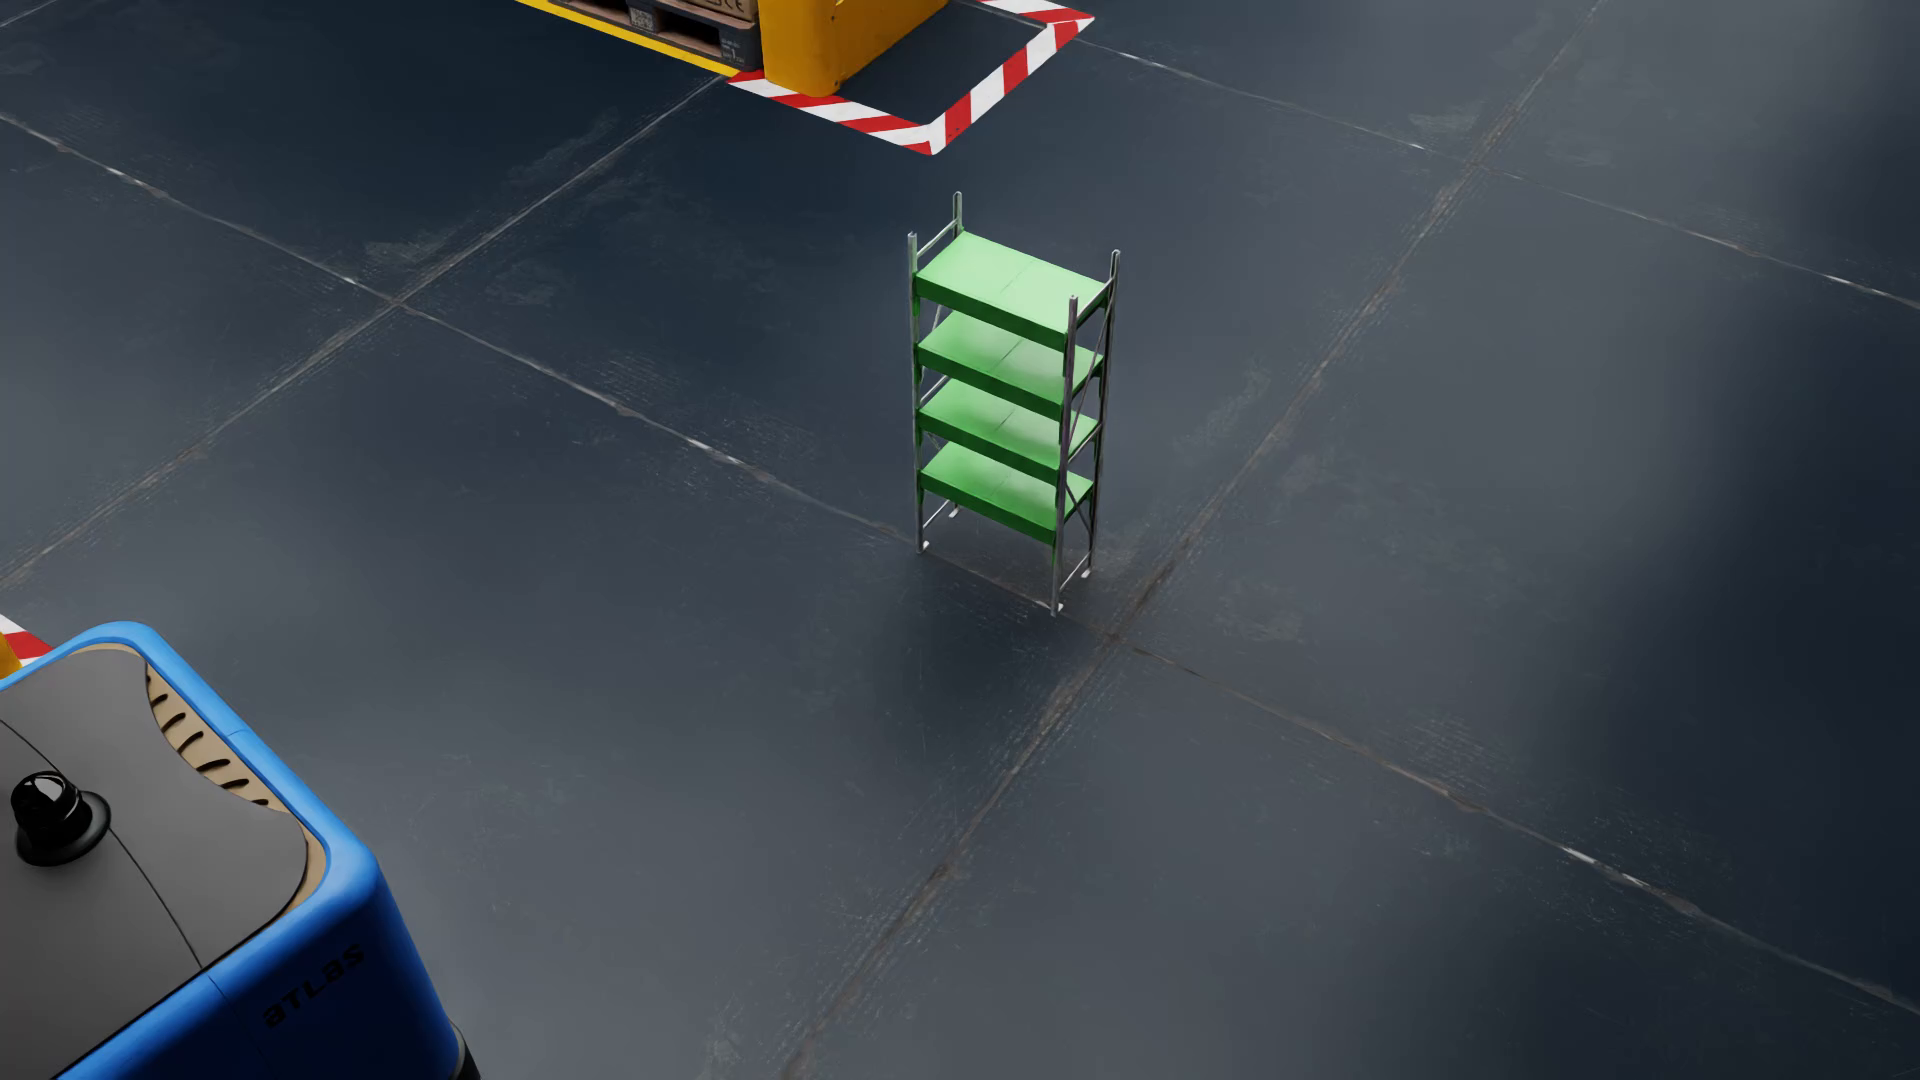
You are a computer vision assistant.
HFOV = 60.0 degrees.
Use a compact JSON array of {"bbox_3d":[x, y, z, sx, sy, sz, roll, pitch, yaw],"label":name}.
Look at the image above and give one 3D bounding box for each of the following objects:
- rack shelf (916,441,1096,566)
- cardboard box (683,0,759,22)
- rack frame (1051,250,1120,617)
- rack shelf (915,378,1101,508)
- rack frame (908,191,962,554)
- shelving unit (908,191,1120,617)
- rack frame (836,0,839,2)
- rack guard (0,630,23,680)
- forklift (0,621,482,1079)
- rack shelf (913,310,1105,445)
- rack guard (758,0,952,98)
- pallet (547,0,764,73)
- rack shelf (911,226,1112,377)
[{"bbox_3d":[0.139,-0.142,4.975,0.480,0.148,0.258,25,51,22],"label":"rack shelf"},{"bbox_3d":[-1.040,-2.786,7.359,0.875,0.438,0.875,23,50,21],"label":"cardboard box"},{"bbox_3d":[0.345,-0.260,4.666,0.015,1.200,0.240,25,51,22],"label":"rack frame"},{"bbox_3d":[0.139,-0.310,4.803,0.480,0.148,0.258,25,51,22],"label":"rack shelf"},{"bbox_3d":[-0.066,-0.449,4.849,0.015,1.200,0.240,25,51,22],"label":"rack frame"},{"bbox_3d":[0.139,-0.354,4.757,0.503,1.200,0.258,25,51,22],"label":"shelving unit"},{"bbox_3d":[-0.430,-3.337,6.401,0.127,3.000,1.000,25,51,22],"label":"rack frame"},{"bbox_3d":[-3.171,0.503,4.413,0.348,0.500,1.175,25,51,22],"label":"rack guard"},{"bbox_3d":[-2.471,0.886,2.345,1.130,2.935,3.031,34,55,28],"label":"forklift"},{"bbox_3d":[0.139,-0.477,4.631,0.480,0.148,0.258,25,51,22],"label":"rack shelf"},{"bbox_3d":[-0.410,-2.457,7.288,0.348,0.500,1.175,25,51,22],"label":"rack guard"},{"bbox_3d":[-1.146,-2.627,7.656,1.213,0.211,1.003,25,51,22],"label":"pallet"},{"bbox_3d":[0.139,-0.644,4.459,0.480,0.148,0.258,25,51,22],"label":"rack shelf"}]
